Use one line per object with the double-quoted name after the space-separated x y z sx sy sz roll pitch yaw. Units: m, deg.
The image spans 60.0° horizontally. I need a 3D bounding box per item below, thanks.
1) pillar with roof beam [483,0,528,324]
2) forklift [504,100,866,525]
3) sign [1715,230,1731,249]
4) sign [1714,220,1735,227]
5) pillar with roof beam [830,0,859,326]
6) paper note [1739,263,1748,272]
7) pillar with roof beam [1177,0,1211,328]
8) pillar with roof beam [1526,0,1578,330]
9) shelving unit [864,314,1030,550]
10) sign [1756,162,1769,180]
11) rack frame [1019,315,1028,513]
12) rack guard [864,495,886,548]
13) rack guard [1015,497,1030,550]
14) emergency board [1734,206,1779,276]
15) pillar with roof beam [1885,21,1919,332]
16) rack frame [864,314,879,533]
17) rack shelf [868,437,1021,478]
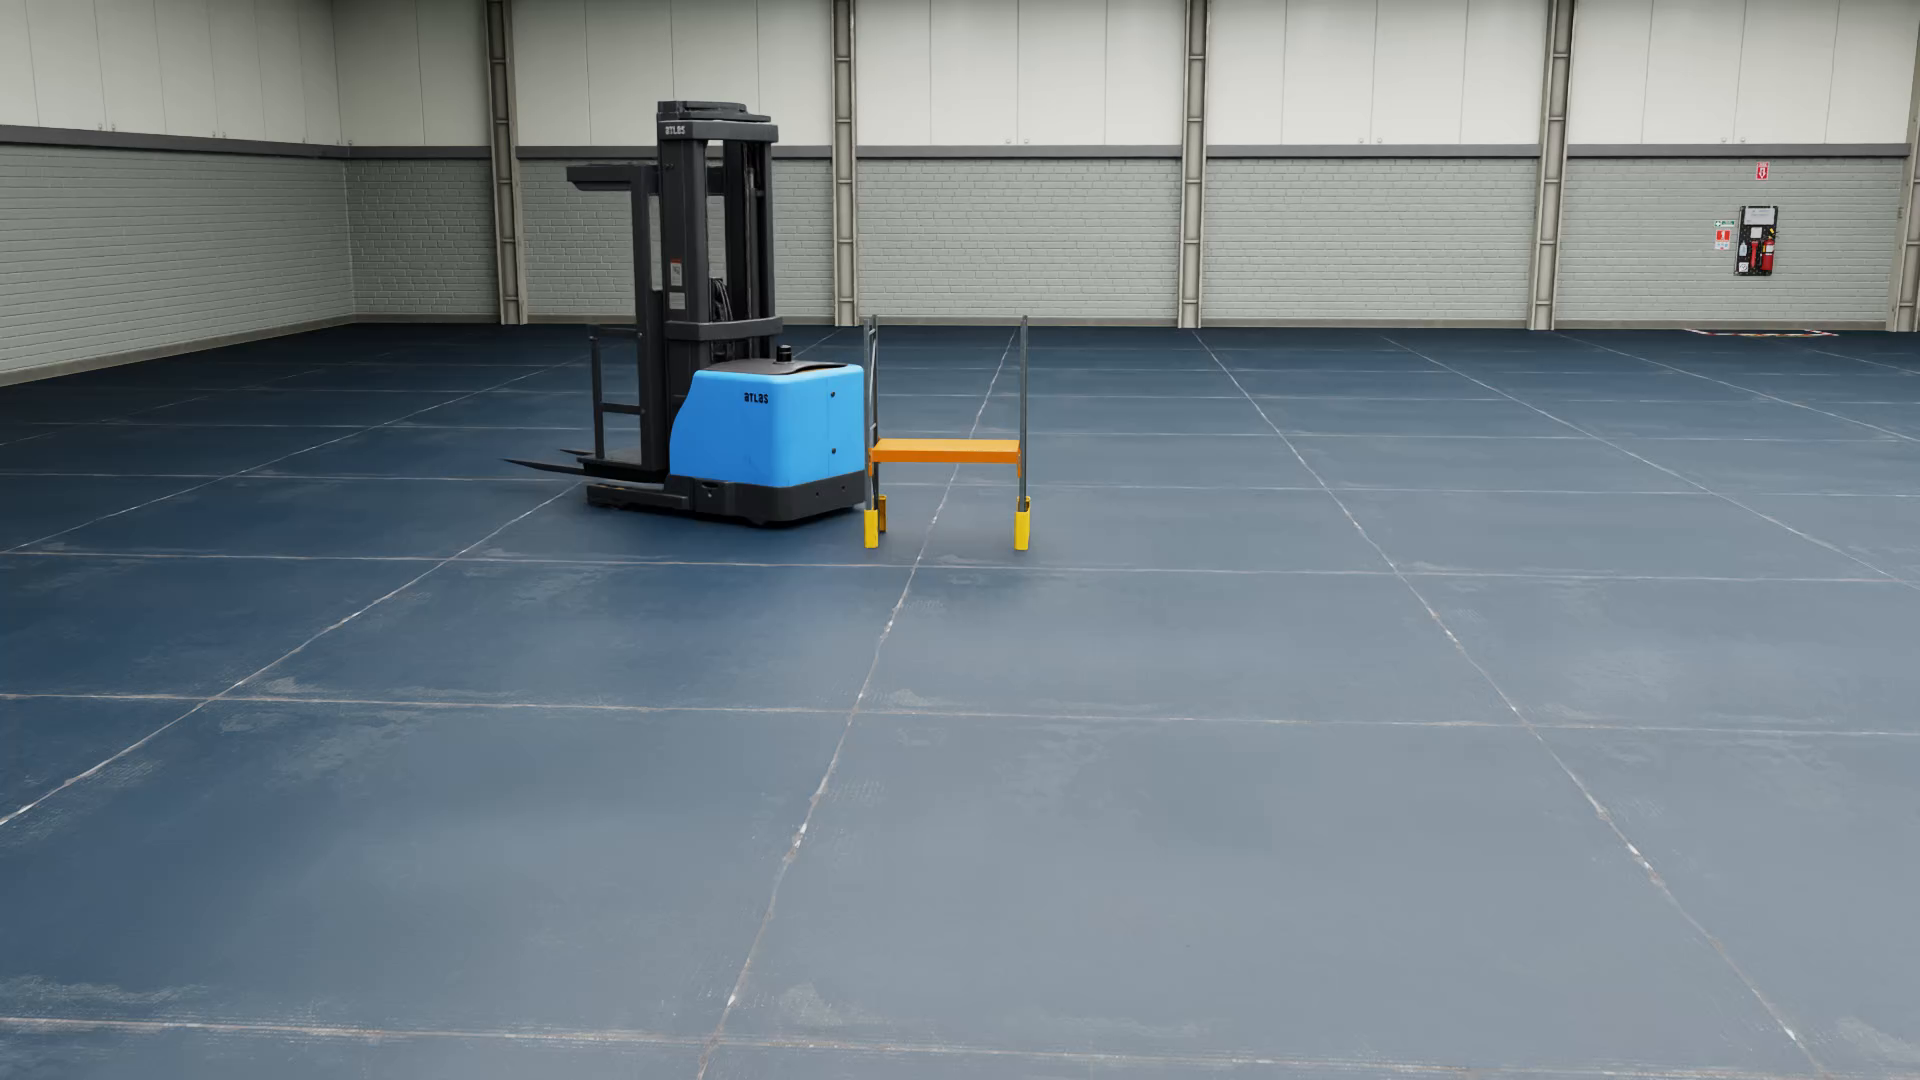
-8.268 -7.400 24.667 0.400 9.000 9.100 1 12 4 "pillar with roof beam"
-2.192 -1.744 12.449 3.031 2.935 1.130 8 14 33 "forklift"
12.958 -5.103 28.248 0.234 0.329 0.001 1 12 4 "sign"
12.962 -5.360 28.185 0.331 0.109 0.001 1 12 4 "sign"
-2.281 -7.318 24.274 0.400 9.000 9.100 1 12 4 "pillar with roof beam"
13.331 -4.642 28.284 0.142 0.148 0.016 1 12 4 "paper note"
3.705 -7.236 23.882 0.400 9.000 9.100 1 12 4 "pillar with roof beam"
9.692 -7.154 23.490 0.400 9.000 9.100 1 12 4 "pillar with roof beam"
-0.076 -0.735 11.119 1.083 1.500 0.587 1 12 4 "shelving unit"
13.502 -6.212 27.975 0.199 0.298 0.001 1 12 4 "sign"
0.422 -0.728 11.087 0.032 1.500 0.500 1 12 4 "rack frame"
-0.573 -0.130 11.280 0.087 0.250 0.587 1 12 4 "rack guard"
0.421 -0.117 11.215 0.087 0.250 0.587 1 12 4 "rack guard"
13.503 -5.056 28.115 0.643 1.169 0.194 1 12 4 "emergency board"
15.679 -7.072 23.097 0.400 9.000 9.100 1 12 4 "pillar with roof beam"
-0.592 -0.742 11.153 0.032 1.500 0.500 1 12 4 "rack frame"
-0.085 -0.559 11.157 1.000 0.185 0.538 1 12 4 "rack shelf"
